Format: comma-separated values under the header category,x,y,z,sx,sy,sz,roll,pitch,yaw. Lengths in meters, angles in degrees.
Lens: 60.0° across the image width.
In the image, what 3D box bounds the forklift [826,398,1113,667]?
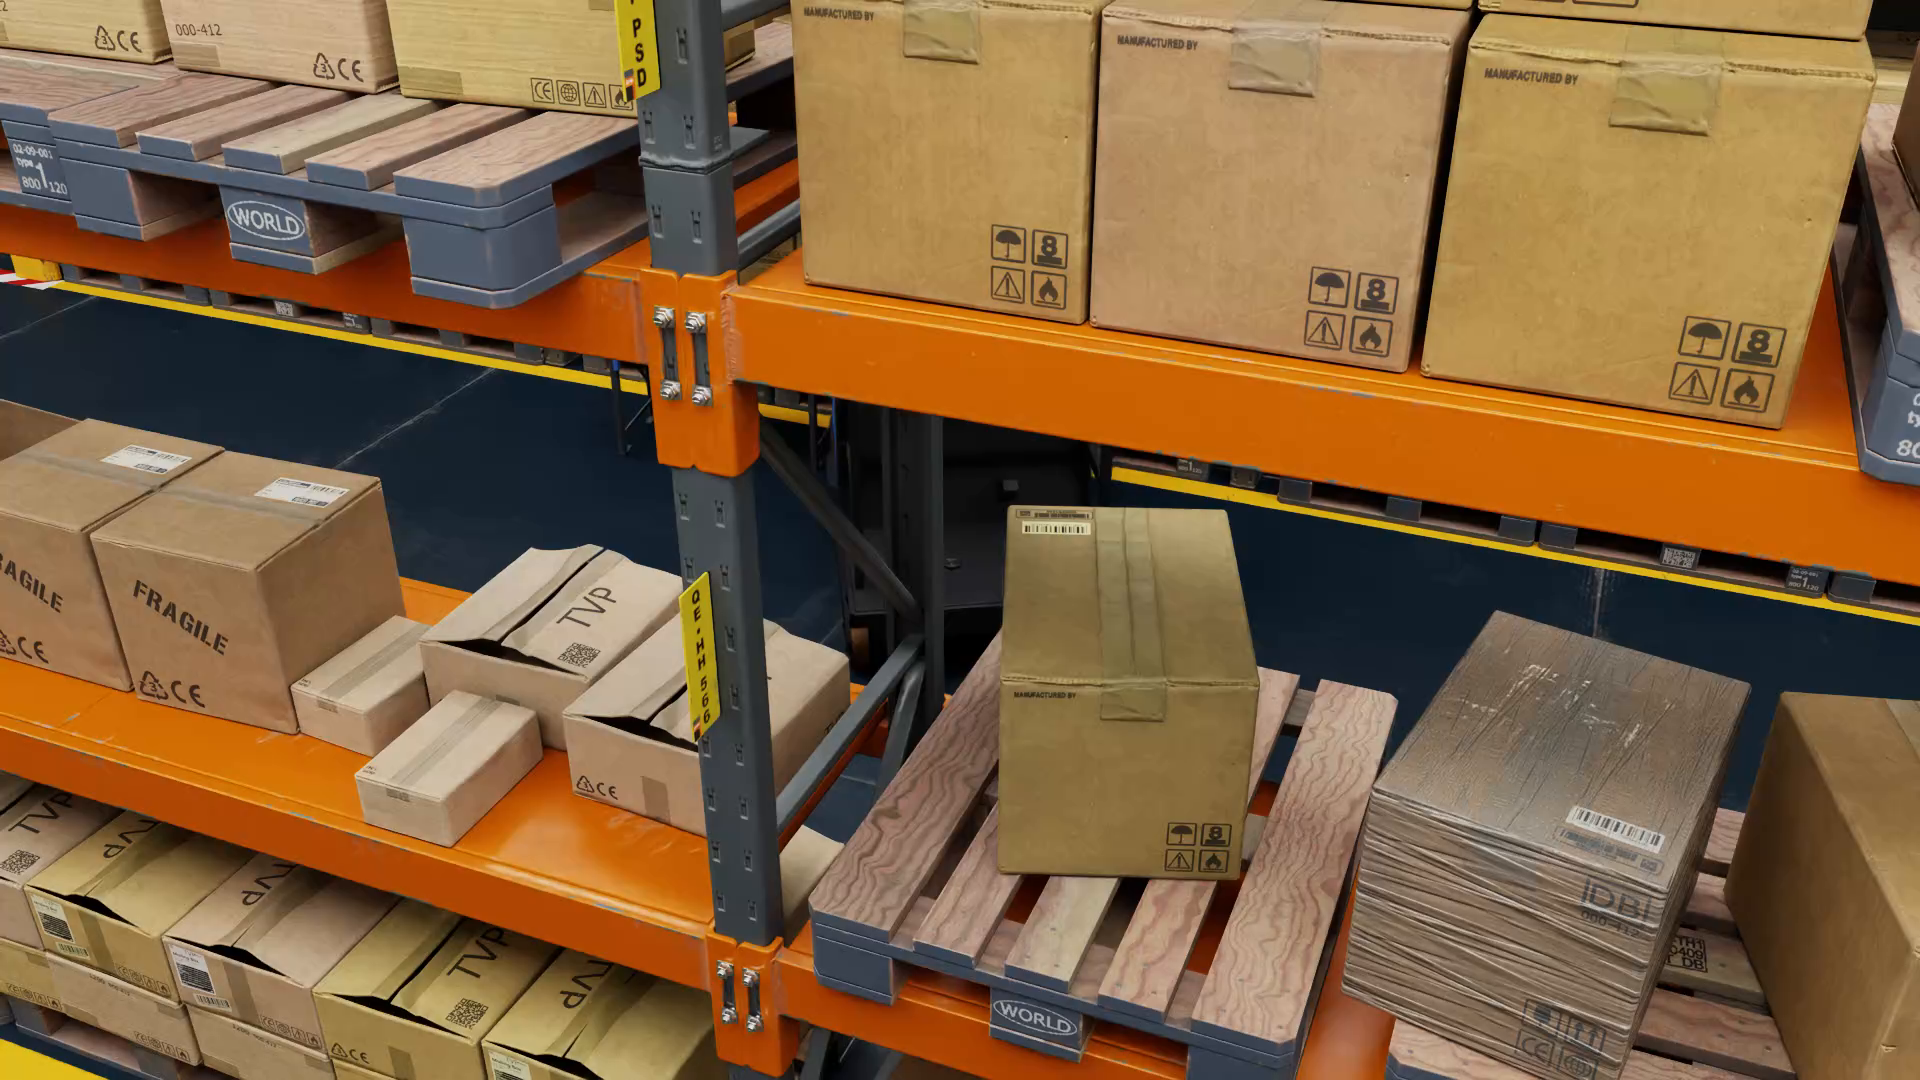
category,x,y,z,sx,sy,sz,roll,pitch,yaw
forklift,0.053,-0.936,6.427,1.130,2.935,3.031,-3,30,-6

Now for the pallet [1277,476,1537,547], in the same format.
category,x,y,z,sx,sy,sz,roll,pitch,yaw
pallet,2.278,-0.392,8.229,1.213,0.211,1.003,11,31,19

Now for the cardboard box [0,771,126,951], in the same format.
category,x,y,z,sx,sy,sz,roll,pitch,yaw
cardboard box,-2.758,0.883,4.936,0.500,0.311,0.500,10,31,17

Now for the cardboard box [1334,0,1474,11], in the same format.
category,x,y,z,sx,sy,sz,roll,pitch,yaw
cardboard box,0.591,-1.134,2.541,0.500,0.500,0.500,11,31,19

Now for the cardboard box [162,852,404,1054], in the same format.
category,x,y,z,sx,sy,sz,roll,pitch,yaw
cardboard box,-1.812,1.071,4.605,0.500,0.311,0.500,11,31,19

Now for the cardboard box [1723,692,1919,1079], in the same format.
category,x,y,z,sx,sy,sz,roll,pitch,yaw
cardboard box,1.763,0.688,2.956,0.500,0.500,0.700,4,30,6

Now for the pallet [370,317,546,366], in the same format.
category,x,y,z,sx,sy,sz,roll,pitch,yaw
pallet,-2.766,-1.420,10.048,1.213,0.211,1.003,11,31,19

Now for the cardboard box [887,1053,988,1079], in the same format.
category,x,y,z,sx,sy,sz,roll,pitch,yaw
cardboard box,0.031,1.584,3.992,0.500,0.500,0.500,13,32,21

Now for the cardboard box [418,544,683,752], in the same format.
category,x,y,z,sx,sy,sz,roll,pitch,yaw
cardboard box,-1.039,0.258,4.335,0.500,0.311,0.500,11,31,19

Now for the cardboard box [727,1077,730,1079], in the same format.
category,x,y,z,sx,sy,sz,roll,pitch,yaw
cardboard box,-0.862,1.501,4.413,0.500,0.250,0.500,12,32,20

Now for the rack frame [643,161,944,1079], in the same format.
category,x,y,z,sx,sy,sz,roll,pitch,yaw
rack frame,-0.283,0.473,3.864,0.127,3.000,1.000,11,31,19

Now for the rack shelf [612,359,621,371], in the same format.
category,x,y,z,sx,sy,sz,roll,pitch,yaw
rack shelf,-1.184,-1.002,8.364,1.000,0.185,0.538,5,30,9

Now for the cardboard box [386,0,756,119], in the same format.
category,x,y,z,sx,sy,sz,roll,pitch,yaw
cardboard box,-0.725,-1.008,3.163,0.500,0.250,0.500,9,31,15

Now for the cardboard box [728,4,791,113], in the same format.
category,x,y,z,sx,sy,sz,roll,pitch,yaw
cardboard box,-1.157,-2.545,8.655,0.500,0.500,0.700,15,33,24

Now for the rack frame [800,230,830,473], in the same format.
category,x,y,z,sx,sy,sz,roll,pitch,yaw
rack frame,-0.685,-1.112,8.193,0.032,1.500,0.500,5,30,9

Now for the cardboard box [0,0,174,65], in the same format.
category,x,y,z,sx,sy,sz,roll,pitch,yaw
cardboard box,-1.743,-1.208,3.516,0.500,0.250,0.500,11,31,18

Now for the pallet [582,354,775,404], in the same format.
category,x,y,z,sx,sy,sz,roll,pitch,yaw
pallet,-1.409,-1.169,9.603,1.213,0.211,1.003,11,31,19

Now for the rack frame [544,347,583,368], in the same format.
category,x,y,z,sx,sy,sz,roll,pitch,yaw
rack frame,-2.130,-2.526,9.171,0.127,3.000,1.000,11,31,19

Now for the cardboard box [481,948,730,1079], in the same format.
category,x,y,z,sx,sy,sz,roll,pitch,yaw
cardboard box,-0.861,1.259,4.272,0.500,0.311,0.500,12,32,20

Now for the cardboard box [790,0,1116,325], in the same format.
category,x,y,z,sx,sy,sz,roll,pitch,yaw
cardboard box,0.134,-0.811,2.986,0.500,0.500,0.910,11,31,19

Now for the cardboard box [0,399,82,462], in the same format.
category,x,y,z,sx,sy,sz,roll,pitch,yaw
cardboard box,-2.796,-0.063,4.712,0.500,0.500,0.500,14,32,23

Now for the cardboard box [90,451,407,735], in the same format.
category,x,y,z,sx,sy,sz,roll,pitch,yaw
cardboard box,-1.844,0.127,4.376,0.500,0.500,0.500,10,31,16

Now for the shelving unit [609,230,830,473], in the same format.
category,x,y,z,sx,sy,sz,roll,pitch,yaw
shelving unit,-1.184,-1.159,8.275,1.048,1.500,0.538,5,30,9

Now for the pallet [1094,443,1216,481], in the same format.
category,x,y,z,sx,sy,sz,roll,pitch,yaw
pallet,0.852,-0.717,8.805,1.213,0.211,1.003,11,31,19

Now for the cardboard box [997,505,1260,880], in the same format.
category,x,y,z,sx,sy,sz,roll,pitch,yaw
cardboard box,0.343,0.312,3.621,0.500,0.500,0.700,1,30,2

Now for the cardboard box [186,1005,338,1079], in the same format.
category,x,y,z,sx,sy,sz,roll,pitch,yaw
cardboard box,-1.806,1.313,4.746,0.500,0.250,0.500,12,32,20

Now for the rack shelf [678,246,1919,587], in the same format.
category,x,y,z,sx,sy,sz,roll,pitch,yaw
rack shelf,1.570,-0.149,2.649,4.000,0.370,1.077,11,31,19

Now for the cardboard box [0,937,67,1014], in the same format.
category,x,y,z,sx,sy,sz,roll,pitch,yaw
cardboard box,-2.755,1.125,5.079,0.500,0.250,0.500,10,31,18

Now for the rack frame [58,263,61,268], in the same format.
category,x,y,z,sx,sy,sz,roll,pitch,yaw
rack frame,-5.837,-3.266,10.480,0.127,3.000,1.000,11,31,19

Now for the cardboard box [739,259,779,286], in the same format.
category,x,y,z,sx,sy,sz,roll,pitch,yaw
cardboard box,-0.945,-1.428,9.322,0.500,0.500,0.700,11,31,18

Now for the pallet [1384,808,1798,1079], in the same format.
category,x,y,z,sx,sy,sz,roll,pitch,yaw
pallet,1.521,0.914,3.279,1.213,0.211,1.003,11,31,19

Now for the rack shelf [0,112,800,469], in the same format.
category,x,y,z,sx,sy,sz,roll,pitch,yaw
rack shelf,-2.136,-0.889,3.958,4.000,0.370,1.077,11,31,19

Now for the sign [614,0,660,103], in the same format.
category,x,y,z,sx,sy,sz,roll,pitch,yaw
sign,-0.499,-0.841,2.535,0.005,0.325,0.100,11,31,19

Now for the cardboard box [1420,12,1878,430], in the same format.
category,x,y,z,sx,sy,sz,roll,pitch,yaw
cardboard box,1.088,-0.620,2.649,0.500,0.500,0.910,11,31,19

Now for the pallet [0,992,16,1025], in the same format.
category,x,y,z,sx,sy,sz,roll,pitch,yaw
pallet,-3.292,1.066,5.650,1.213,0.211,1.003,11,31,19

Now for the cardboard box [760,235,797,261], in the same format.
category,x,y,z,sx,sy,sz,roll,pitch,yaw
cardboard box,-1.033,-1.747,9.124,0.500,0.250,0.500,11,31,18

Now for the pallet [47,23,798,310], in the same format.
category,x,y,z,sx,sy,sz,roll,pitch,yaw
pallet,-0.945,-0.835,3.323,1.003,0.211,1.213,13,32,21

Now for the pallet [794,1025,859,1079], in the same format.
category,x,y,z,sx,sy,sz,roll,pitch,yaw
pallet,-1.031,1.517,4.851,1.213,0.211,1.003,11,31,19
